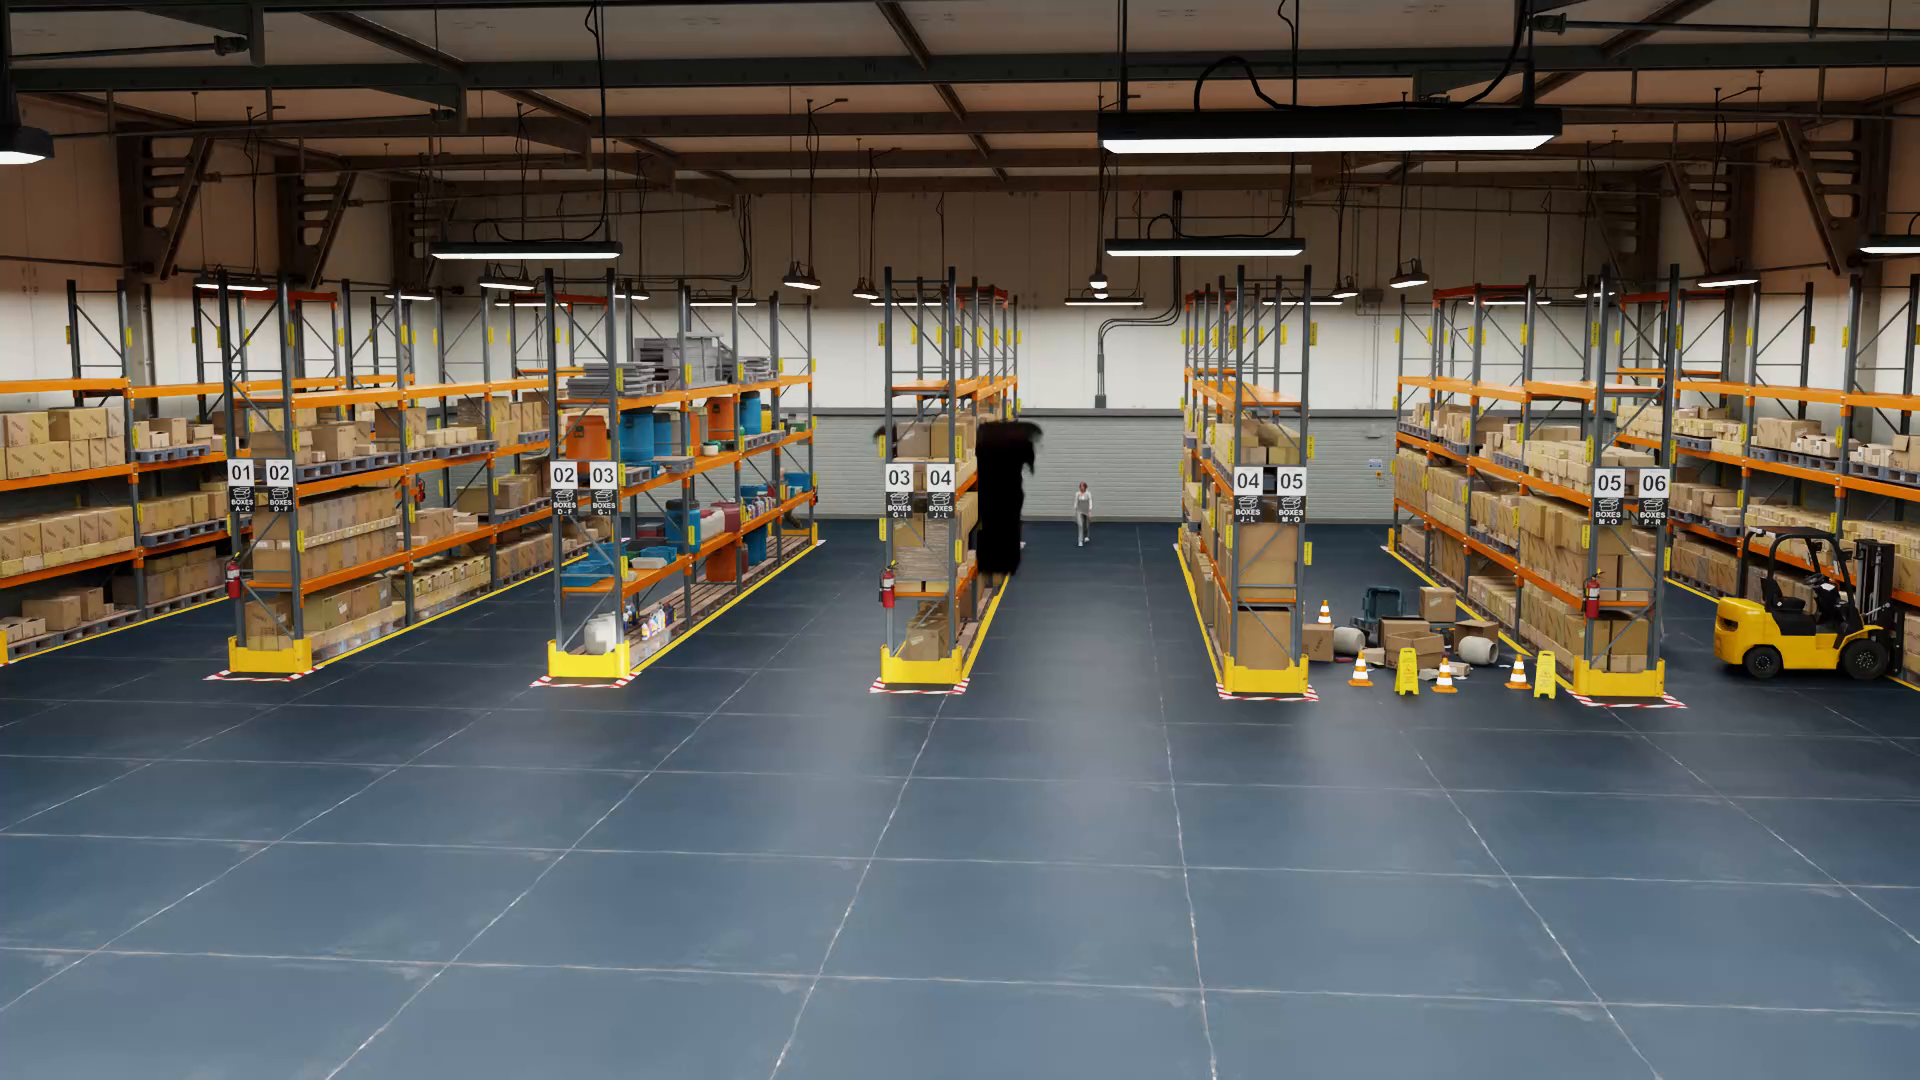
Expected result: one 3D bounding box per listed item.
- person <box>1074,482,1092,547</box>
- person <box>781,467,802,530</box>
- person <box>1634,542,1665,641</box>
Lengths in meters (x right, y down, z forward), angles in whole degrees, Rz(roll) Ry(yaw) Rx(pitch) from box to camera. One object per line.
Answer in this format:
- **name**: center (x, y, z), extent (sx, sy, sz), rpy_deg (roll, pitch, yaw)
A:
- **person**: center (2.978, -0.644, 40.156), extent (0.428, 1.547, 0.939), rpy_deg (0, 7, 3)
- **person**: center (-4.432, -0.957, 41.845), extent (0.601, 1.762, 0.957), rpy_deg (5, 8, 34)
- **person**: center (11.294, 0.878, 27.323), extent (0.576, 1.743, 0.551), rpy_deg (-5, 9, -36)
